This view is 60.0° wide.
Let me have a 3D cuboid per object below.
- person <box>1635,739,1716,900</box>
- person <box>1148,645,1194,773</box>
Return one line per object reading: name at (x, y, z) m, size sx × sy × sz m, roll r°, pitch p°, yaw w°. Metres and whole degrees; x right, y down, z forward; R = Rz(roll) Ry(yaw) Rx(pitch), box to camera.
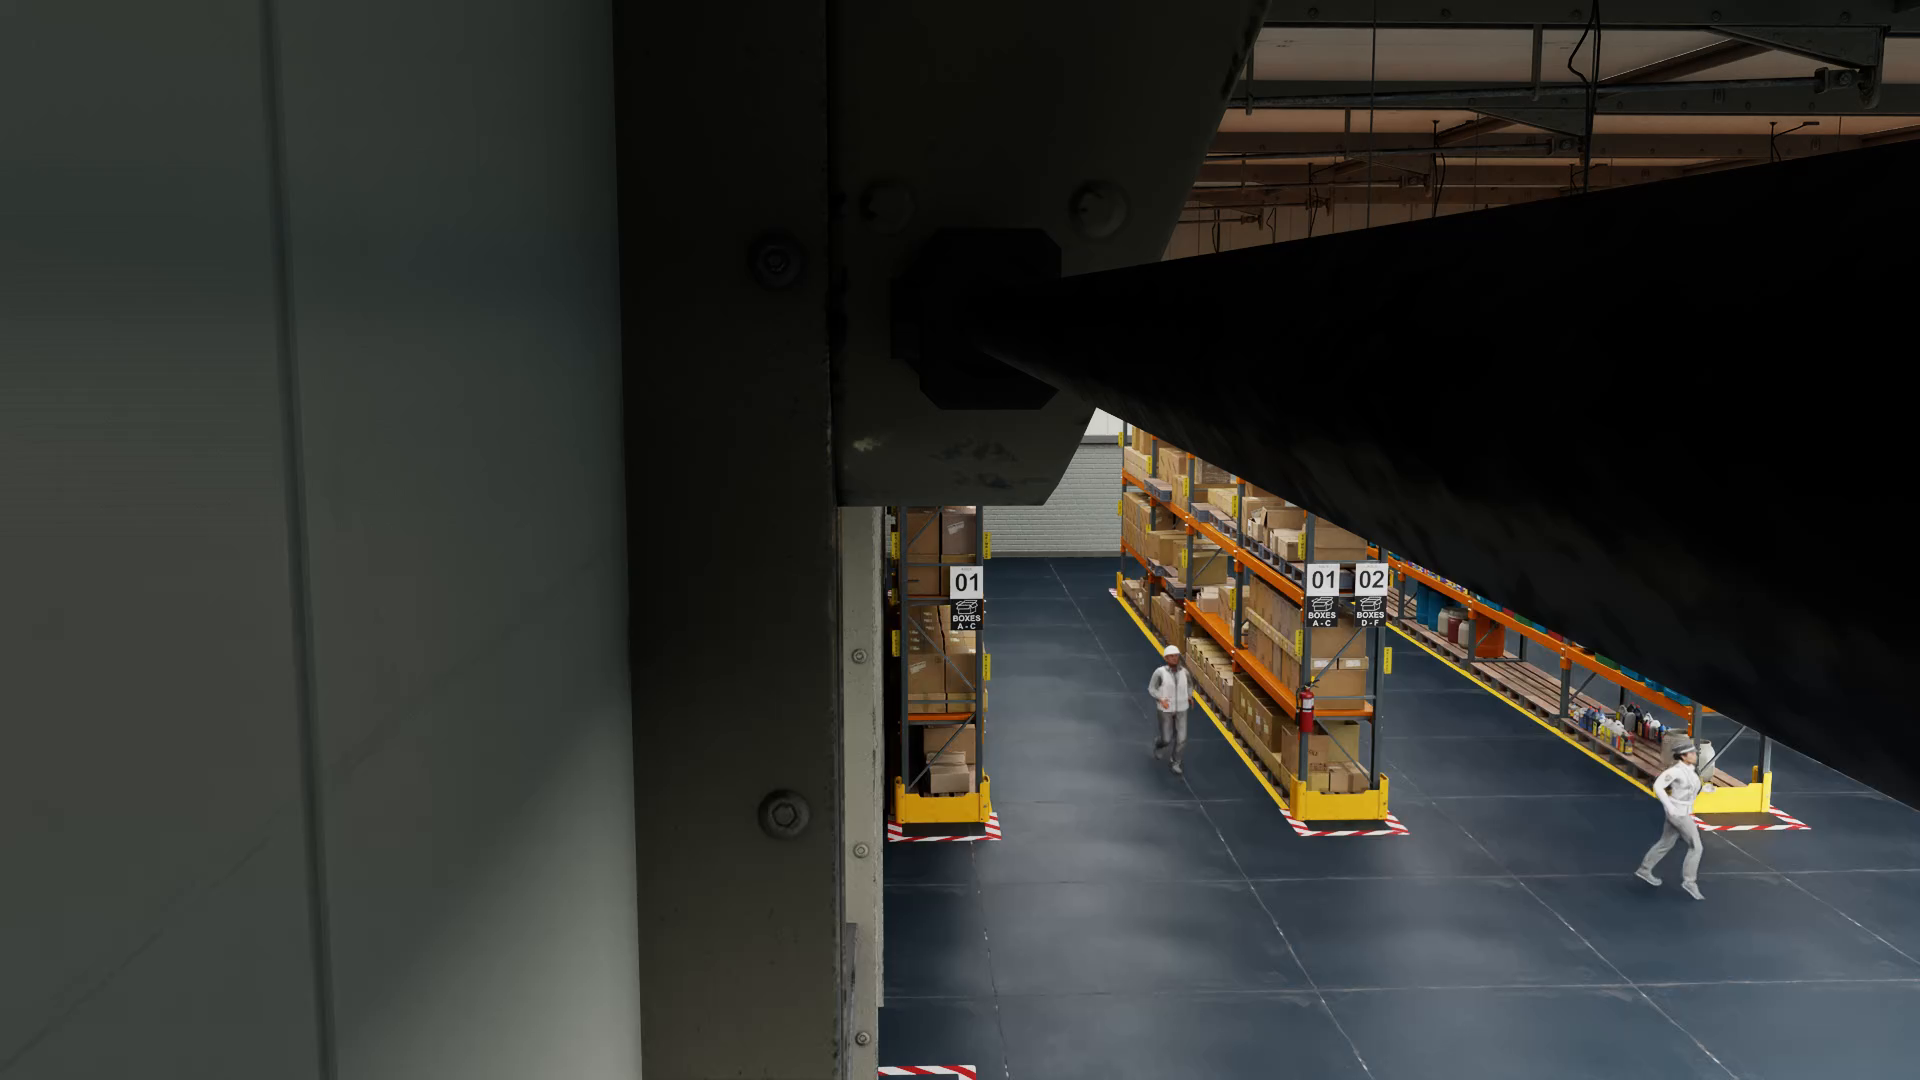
person at (7.758, 2.993, 17.994) m, size 0.741 × 1.760 × 0.581 m, roll 4°, pitch 9°, yaw 26°
person at (2.903, 2.292, 22.747) m, size 0.662 × 1.724 × 0.641 m, roll -2°, pitch 8°, yaw -11°
